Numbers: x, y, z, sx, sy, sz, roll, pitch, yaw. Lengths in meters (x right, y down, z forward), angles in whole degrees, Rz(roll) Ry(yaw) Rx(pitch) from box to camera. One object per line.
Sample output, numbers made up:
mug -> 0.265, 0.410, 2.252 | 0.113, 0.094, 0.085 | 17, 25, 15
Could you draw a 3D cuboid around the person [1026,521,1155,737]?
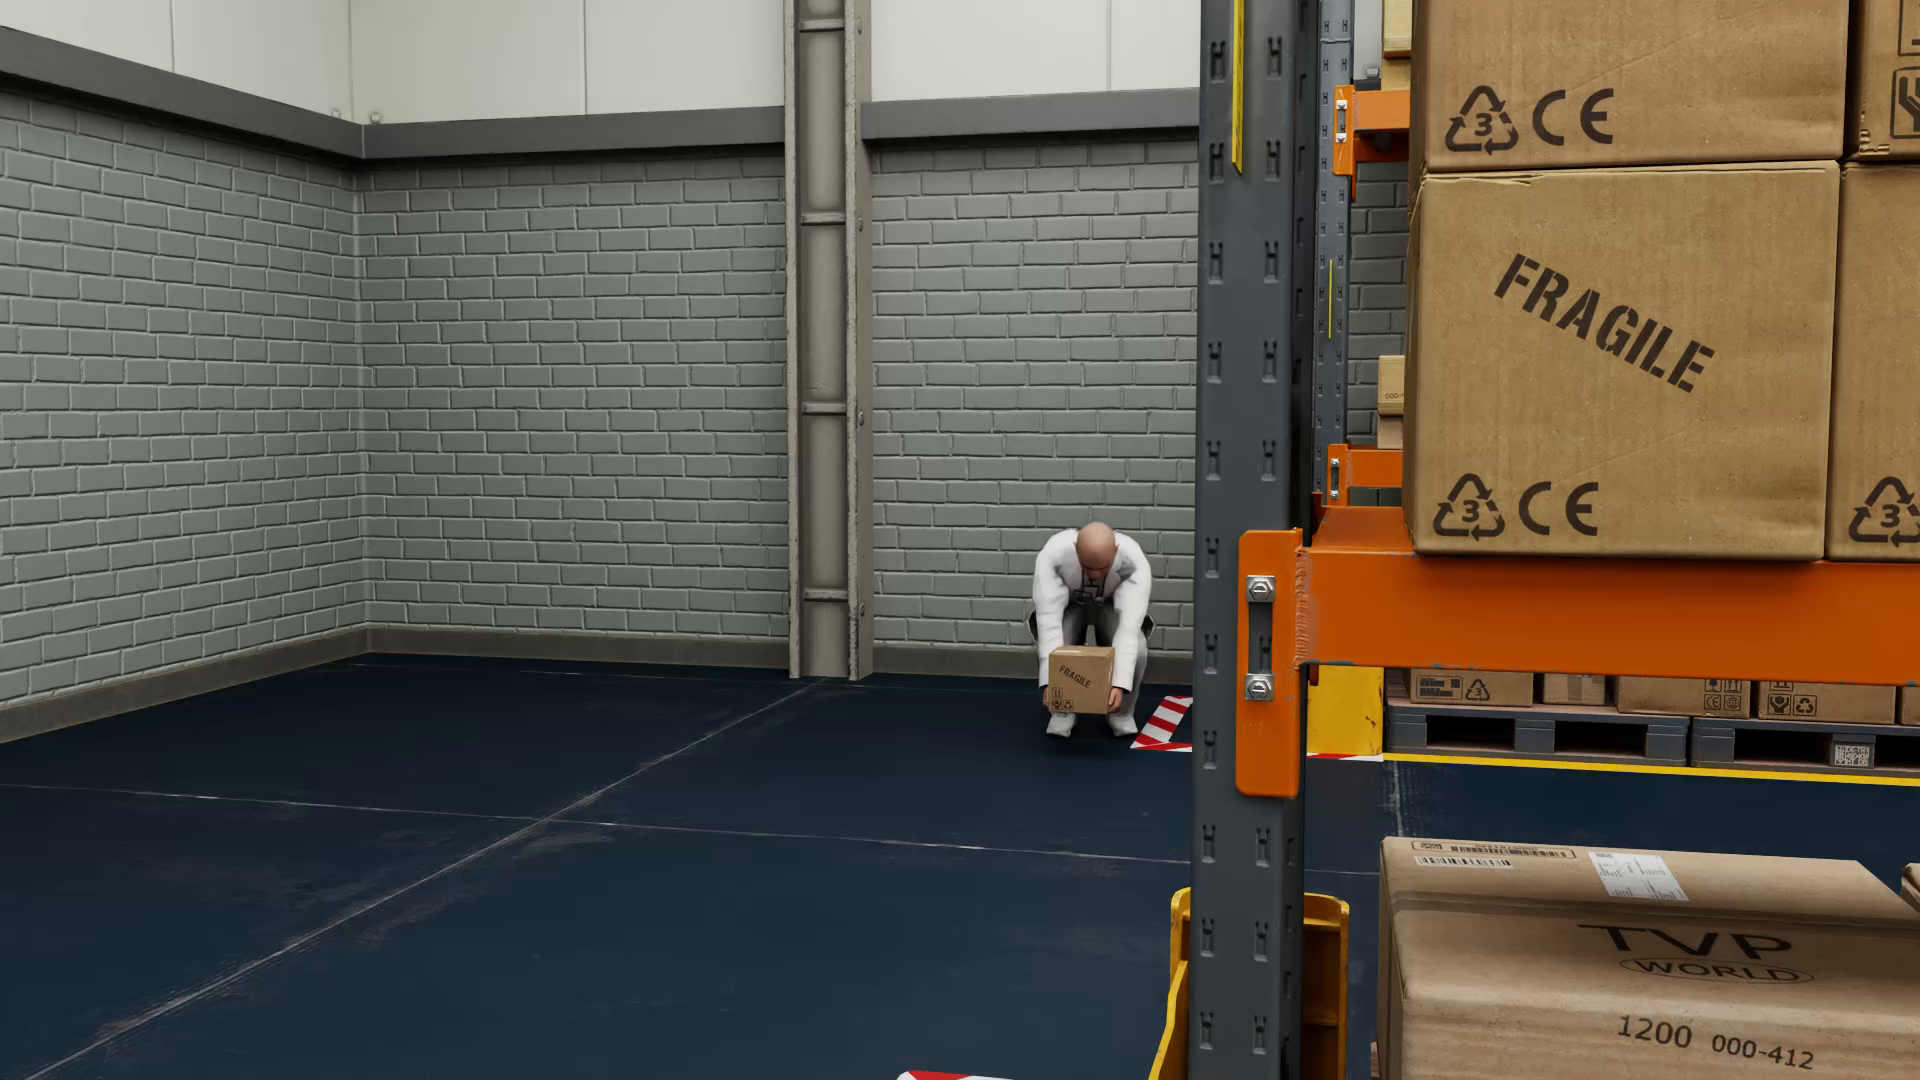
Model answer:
person -> 0.581, 0.393, 7.436 | 0.581, 1.001, 0.958 | 0, 5, 6
